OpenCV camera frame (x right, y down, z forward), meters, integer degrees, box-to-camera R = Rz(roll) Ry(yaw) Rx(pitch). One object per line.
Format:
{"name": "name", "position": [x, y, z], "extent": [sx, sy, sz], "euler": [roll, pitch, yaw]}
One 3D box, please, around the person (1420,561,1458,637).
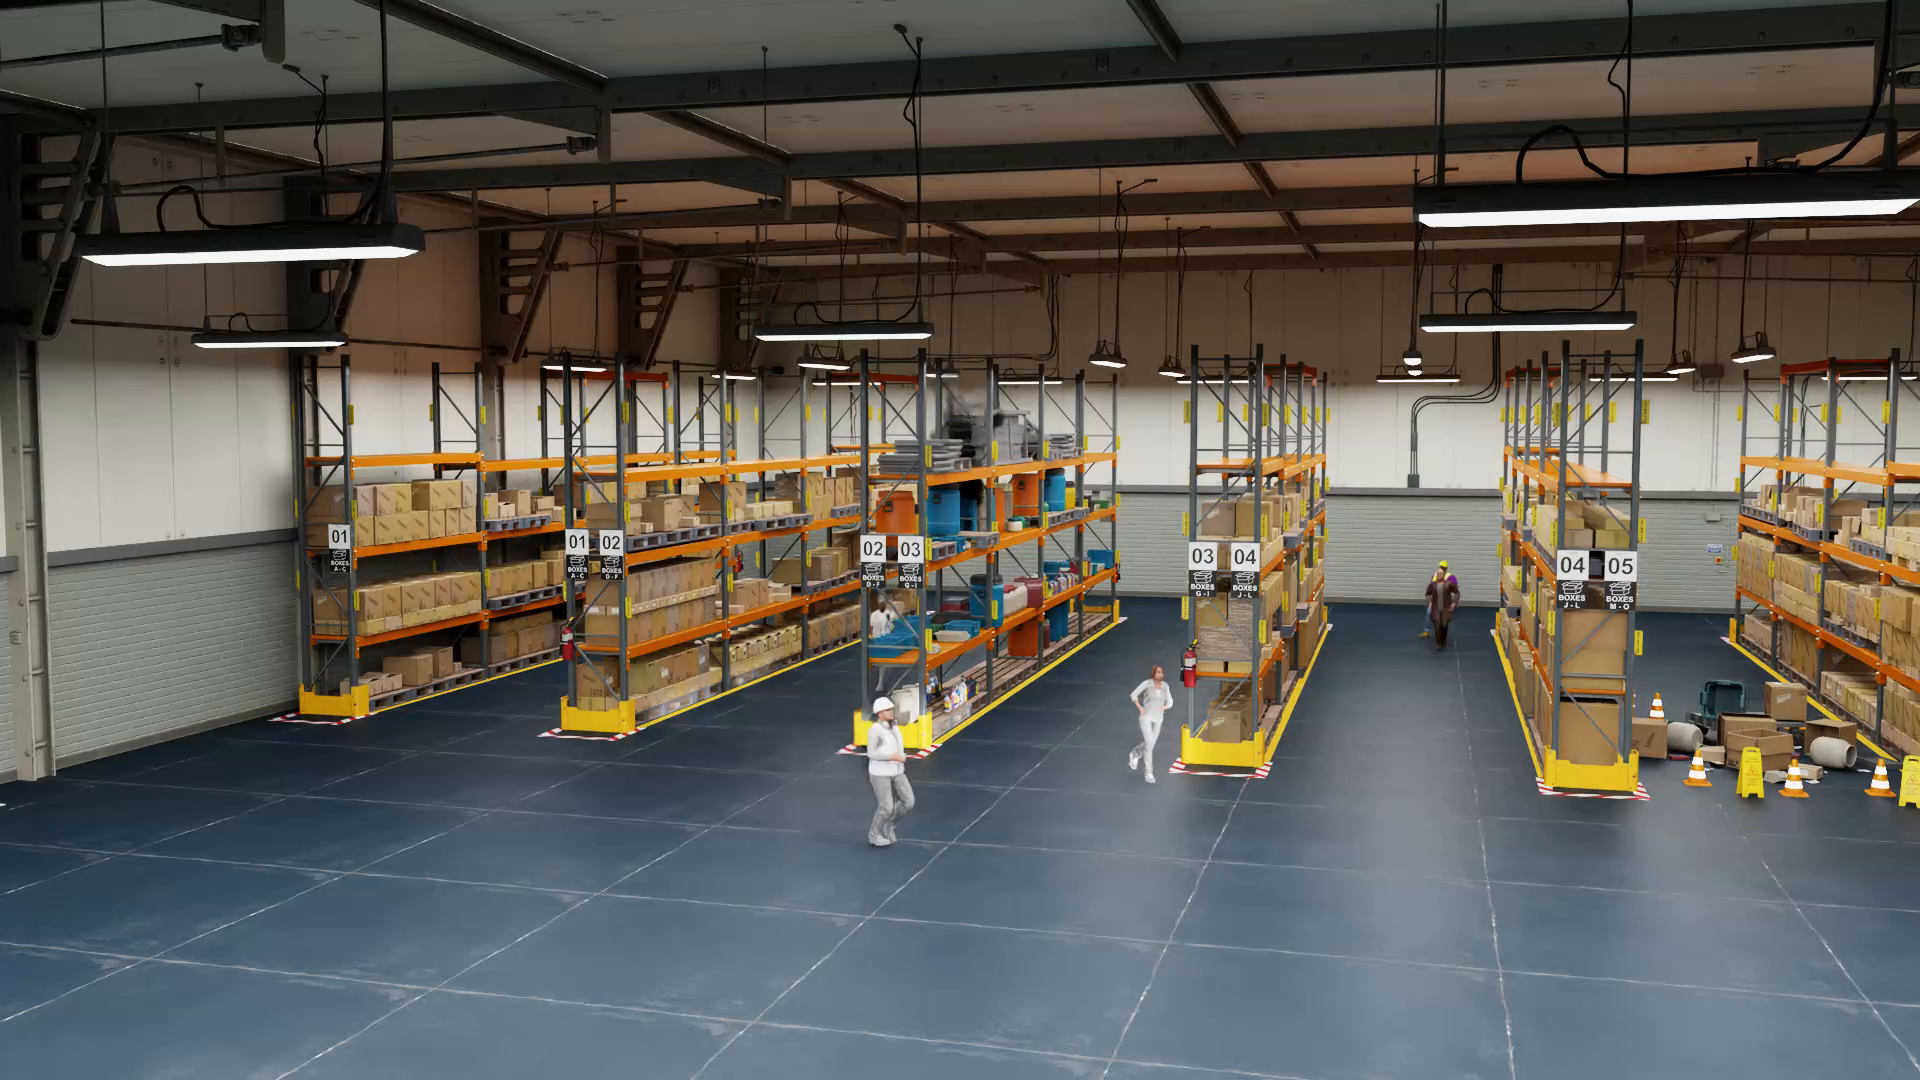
{"name": "person", "position": [10.873, 1.319, 37.522], "extent": [0.737, 1.726, 0.928], "euler": [4, 6, 41]}

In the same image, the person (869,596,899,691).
{"name": "person", "position": [-1.384, 1.841, 30.079], "extent": [0.579, 1.687, 0.851], "euler": [1, 4, 12]}

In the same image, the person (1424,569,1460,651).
{"name": "person", "position": [10.238, 1.487, 35.395], "extent": [0.717, 1.741, 0.571], "euler": [2, 5, 25]}

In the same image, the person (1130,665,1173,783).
{"name": "person", "position": [2.659, 2.508, 23.047], "extent": [0.576, 1.584, 0.792], "euler": [-1, 5, -18]}

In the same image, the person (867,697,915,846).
{"name": "person", "position": [-0.788, 2.682, 19.205], "extent": [0.638, 1.730, 0.638], "euler": [3, 5, 36]}
